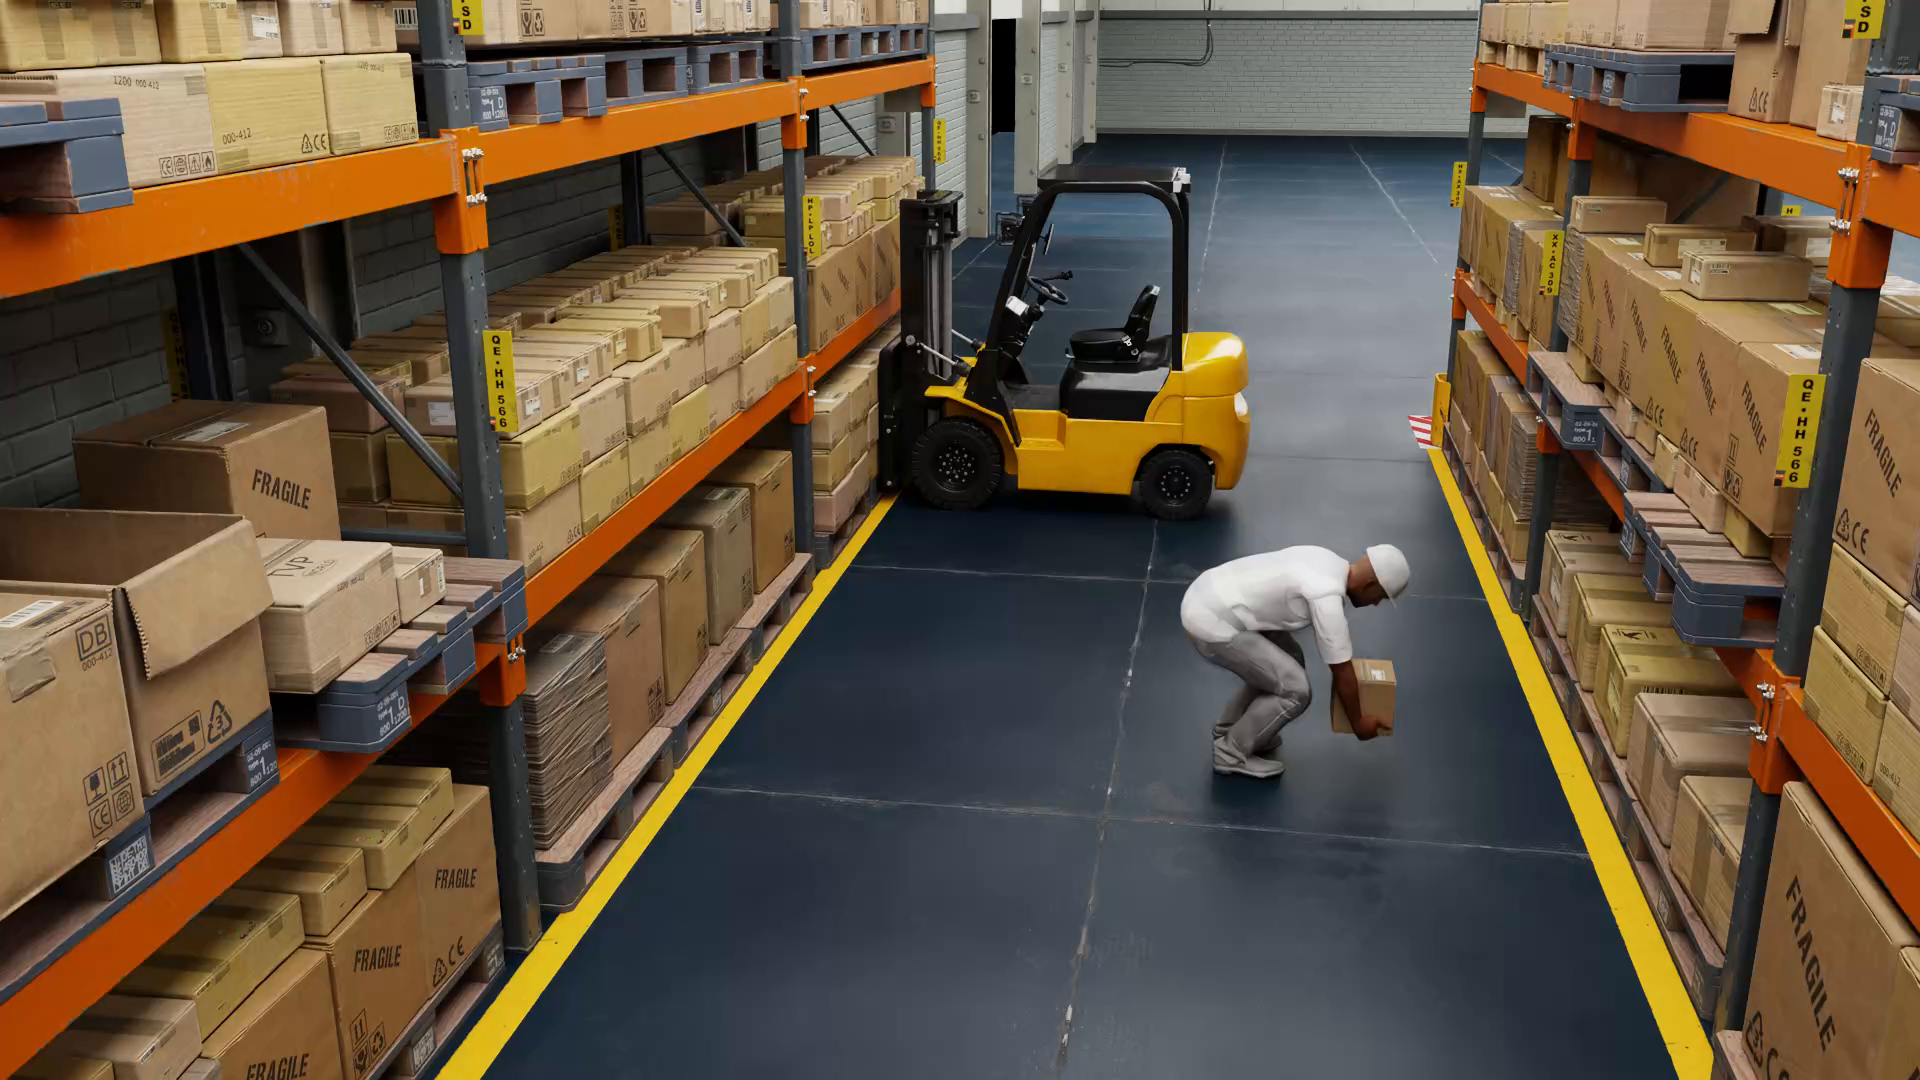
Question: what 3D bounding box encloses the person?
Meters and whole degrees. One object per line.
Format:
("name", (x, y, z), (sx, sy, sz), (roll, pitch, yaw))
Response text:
("person", (1.431, 0.494, 7.210), (0.956, 1.013, 0.528), (2, 18, 6))
